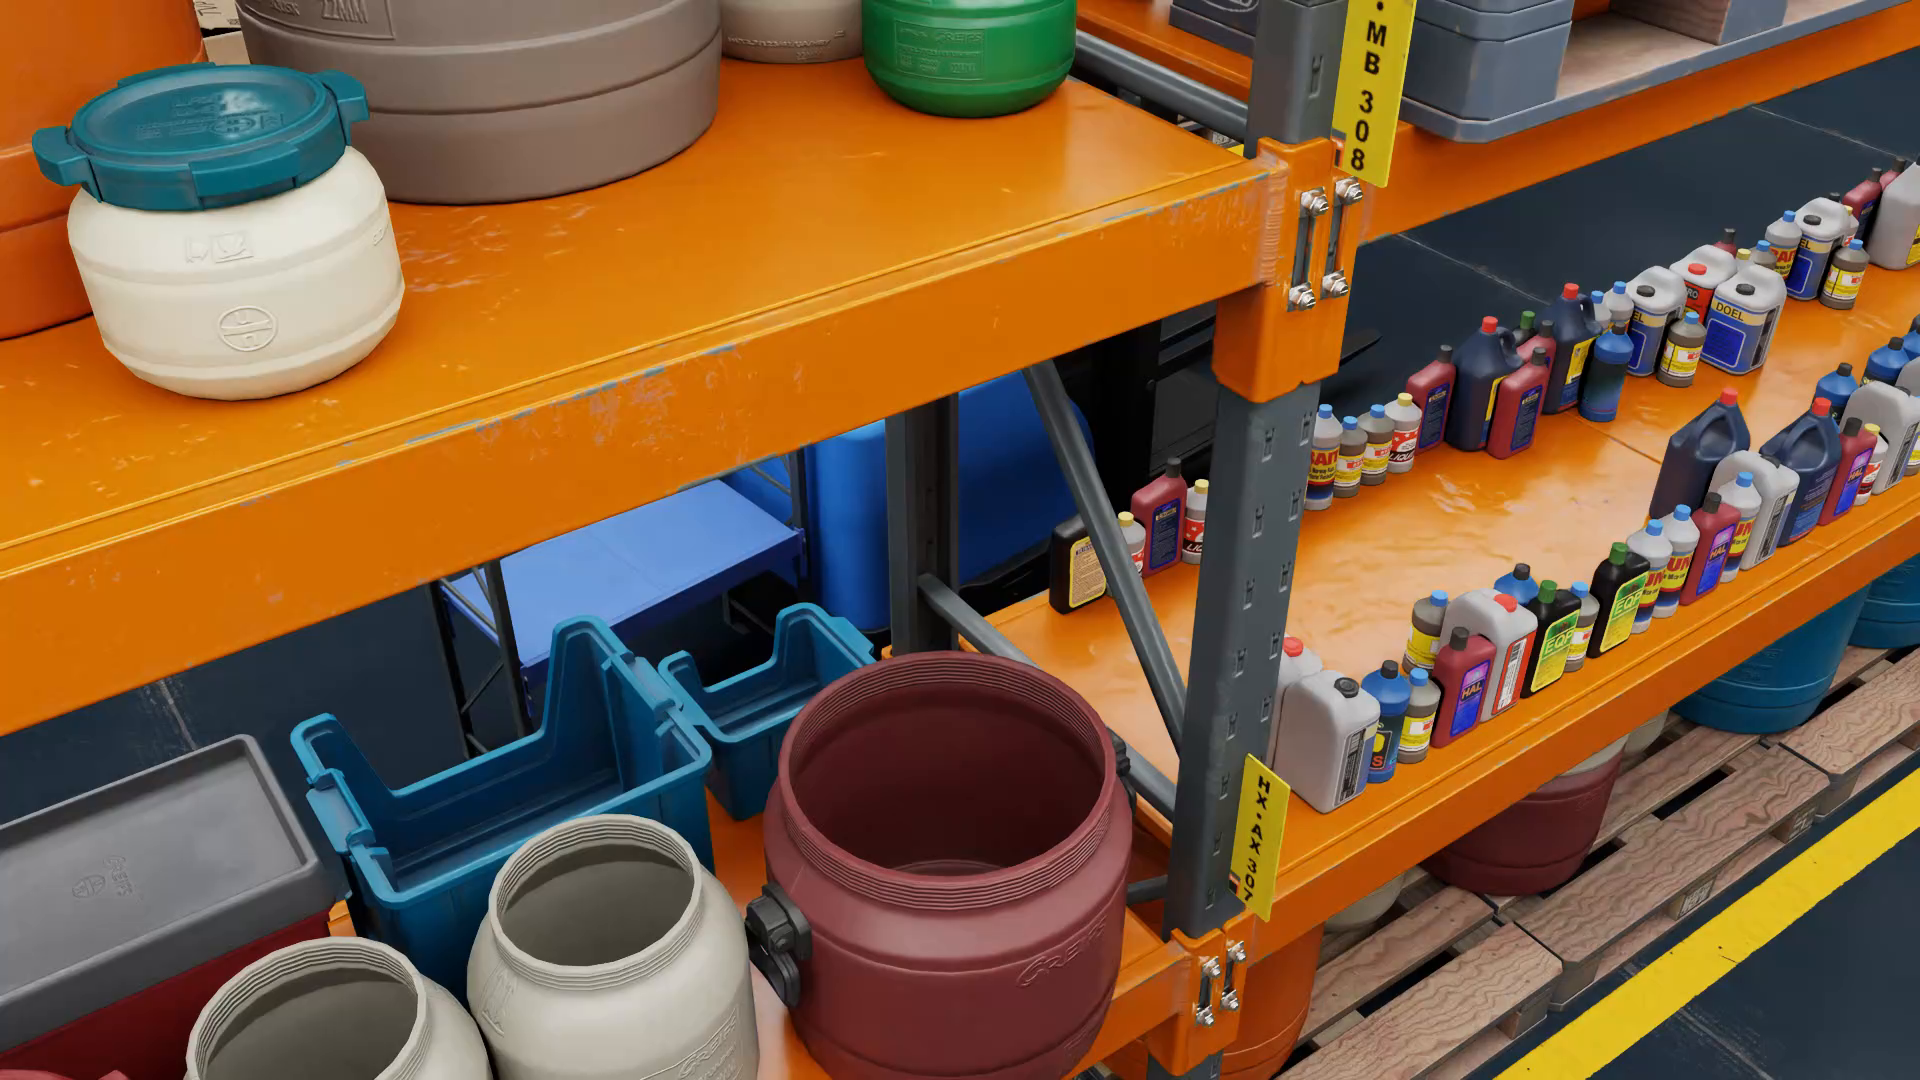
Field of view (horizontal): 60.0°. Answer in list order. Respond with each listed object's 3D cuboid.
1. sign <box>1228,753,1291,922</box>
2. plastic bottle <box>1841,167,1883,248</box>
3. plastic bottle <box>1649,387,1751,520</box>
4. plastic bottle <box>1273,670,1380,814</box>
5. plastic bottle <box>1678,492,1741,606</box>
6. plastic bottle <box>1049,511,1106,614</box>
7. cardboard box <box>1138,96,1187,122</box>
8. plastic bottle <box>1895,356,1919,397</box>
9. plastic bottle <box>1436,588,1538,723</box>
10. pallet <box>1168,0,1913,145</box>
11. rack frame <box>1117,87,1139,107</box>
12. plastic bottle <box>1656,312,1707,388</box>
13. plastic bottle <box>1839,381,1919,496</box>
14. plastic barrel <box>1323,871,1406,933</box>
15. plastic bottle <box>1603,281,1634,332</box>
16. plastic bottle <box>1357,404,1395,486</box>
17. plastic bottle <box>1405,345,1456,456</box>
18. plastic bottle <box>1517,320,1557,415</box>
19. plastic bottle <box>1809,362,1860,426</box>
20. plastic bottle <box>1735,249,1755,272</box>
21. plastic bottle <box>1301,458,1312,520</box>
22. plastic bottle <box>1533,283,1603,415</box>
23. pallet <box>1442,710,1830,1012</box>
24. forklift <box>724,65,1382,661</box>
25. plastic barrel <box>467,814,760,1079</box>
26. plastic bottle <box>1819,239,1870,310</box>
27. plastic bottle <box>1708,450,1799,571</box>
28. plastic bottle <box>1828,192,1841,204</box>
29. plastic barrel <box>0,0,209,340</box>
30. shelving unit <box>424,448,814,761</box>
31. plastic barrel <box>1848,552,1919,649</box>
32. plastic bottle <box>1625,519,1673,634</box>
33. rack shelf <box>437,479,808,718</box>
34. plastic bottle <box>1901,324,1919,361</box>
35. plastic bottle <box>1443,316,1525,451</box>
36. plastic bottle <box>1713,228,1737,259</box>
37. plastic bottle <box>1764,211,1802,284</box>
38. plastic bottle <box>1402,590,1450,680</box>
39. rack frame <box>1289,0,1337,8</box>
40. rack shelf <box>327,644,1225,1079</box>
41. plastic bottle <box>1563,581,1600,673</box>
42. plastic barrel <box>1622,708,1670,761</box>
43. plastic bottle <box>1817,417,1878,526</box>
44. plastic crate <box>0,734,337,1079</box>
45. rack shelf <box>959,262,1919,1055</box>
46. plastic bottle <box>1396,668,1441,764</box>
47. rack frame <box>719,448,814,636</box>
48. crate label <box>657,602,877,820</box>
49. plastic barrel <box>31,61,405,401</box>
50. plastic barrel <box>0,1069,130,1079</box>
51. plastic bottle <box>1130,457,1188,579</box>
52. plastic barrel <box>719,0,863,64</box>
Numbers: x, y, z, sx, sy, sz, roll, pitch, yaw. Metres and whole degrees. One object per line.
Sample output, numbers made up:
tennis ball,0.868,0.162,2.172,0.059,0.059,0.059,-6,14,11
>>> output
sign,0.507,0.511,2.831,0.005,0.325,0.100,-22,41,-28
plastic bottle,2.800,-1.017,5.195,0.133,0.283,0.061,-22,41,-28
plastic bottle,1.793,-0.200,4.002,0.185,0.351,0.144,-22,41,-28
plastic bottle,0.724,0.376,3.265,0.135,0.276,0.152,-22,41,-28
plastic bottle,1.695,0.006,3.773,0.133,0.283,0.061,-22,41,-28
plastic bottle,0.269,0.024,3.747,0.133,0.283,0.061,-22,41,-28
cardboard box,1.071,-2.519,9.110,0.500,0.311,0.500,-22,41,-28
plastic bottle,2.497,-0.354,4.279,0.135,0.276,0.152,-22,41,-28
plastic bottle,1.103,0.220,3.481,0.135,0.276,0.152,-22,41,-28
pallet,0.866,-1.035,2.713,1.213,0.211,1.003,-22,41,-28
rack frame,0.604,-3.394,8.400,0.127,3.000,1.000,-22,41,-28
plastic bottle,1.997,-0.532,4.590,0.097,0.201,0.097,0,36,0
plastic bottle,2.308,-0.276,4.171,0.135,0.276,0.152,-22,41,-28
plastic barrel,0.985,0.751,4.408,0.421,0.512,0.421,0,36,0
plastic bottle,1.799,-0.587,4.608,0.097,0.271,0.097,0,36,0
plastic bottle,1.040,-0.247,4.194,0.097,0.201,0.097,0,36,0
plastic bottle,1.204,-0.360,4.282,0.133,0.283,0.061,-22,41,-28
plastic bottle,1.499,-0.438,4.390,0.133,0.283,0.061,-22,41,-28
plastic bottle,2.221,-0.327,4.246,0.097,0.271,0.097,0,36,0
plastic bottle,2.288,-0.760,4.908,0.097,0.201,0.097,0,36,0
plastic bottle,0.802,-0.148,4.057,0.097,0.201,0.097,0,36,0
plastic bottle,1.618,-0.528,4.458,0.185,0.351,0.144,-22,41,-28
pallet,1.801,0.756,5.019,1.213,0.211,1.003,-22,41,-28
forklift,0.461,-1.436,5.737,3.031,2.935,1.130,-28,44,-33
plastic barrel,-0.533,0.719,2.585,0.421,0.512,0.421,0,36,0
plastic bottle,2.644,-0.798,4.961,0.097,0.201,0.097,0,36,0
plastic bottle,1.858,-0.091,3.914,0.135,0.276,0.152,-22,41,-28
plastic bottle,2.636,-0.932,5.087,0.097,0.271,0.097,0,36,0
plastic barrel,-1.146,-0.683,1.694,0.708,0.830,0.600,-22,41,-28
shelving unit,-1.025,-0.021,4.994,1.048,1.500,0.538,-28,44,-33
plastic barrel,3.000,-0.173,5.358,0.708,0.901,0.600,-22,41,-28
plastic bottle,1.511,0.073,3.689,0.097,0.271,0.097,0,36,0
rack shelf,-1.025,0.125,5.099,1.000,0.185,0.538,-28,44,-33
plastic bottle,2.520,-0.451,4.418,0.097,0.271,0.097,0,36,0
plastic bottle,1.358,-0.421,4.309,0.185,0.351,0.144,-22,41,-28
plastic bottle,2.183,-0.763,4.842,0.133,0.283,0.061,-22,41,-28
plastic bottle,2.447,-0.854,4.978,0.097,0.271,0.097,0,36,0
plastic bottle,1.016,0.197,3.577,0.097,0.201,0.097,0,36,0
rack frame,0.185,-2.119,1.489,0.127,3.000,1.000,-22,41,-28
rack shelf,-1.450,1.281,2.516,4.000,0.370,1.077,-22,41,-28
plastic bottle,1.322,0.180,3.602,0.097,0.201,0.097,0,36,0
plastic barrel,1.908,0.371,4.936,0.421,0.512,0.421,0,36,0
plastic bottle,2.145,-0.179,4.030,0.133,0.283,0.061,-22,41,-28
plastic crate,-1.313,0.688,2.669,0.583,0.464,0.402,-22,41,-28
rack shelf,1.819,-0.064,4.386,4.000,0.370,1.077,-22,41,-28
plastic bottle,0.915,0.347,3.368,0.097,0.201,0.097,0,36,0
rack frame,-0.649,-0.221,5.273,0.032,1.500,0.500,-28,44,-33
crate label,-0.376,0.347,3.341,0.416,0.233,0.303,-22,41,-28
plastic barrel,-0.720,-0.306,1.656,0.301,0.262,0.301,0,36,0
plastic barrel,-1.223,0.997,2.178,0.433,0.535,0.433,0,36,0
plastic bottle,0.458,-0.053,3.855,0.133,0.283,0.061,-22,41,-28
plastic barrel,-0.246,-0.988,2.390,0.421,0.512,0.421,0,36,0
